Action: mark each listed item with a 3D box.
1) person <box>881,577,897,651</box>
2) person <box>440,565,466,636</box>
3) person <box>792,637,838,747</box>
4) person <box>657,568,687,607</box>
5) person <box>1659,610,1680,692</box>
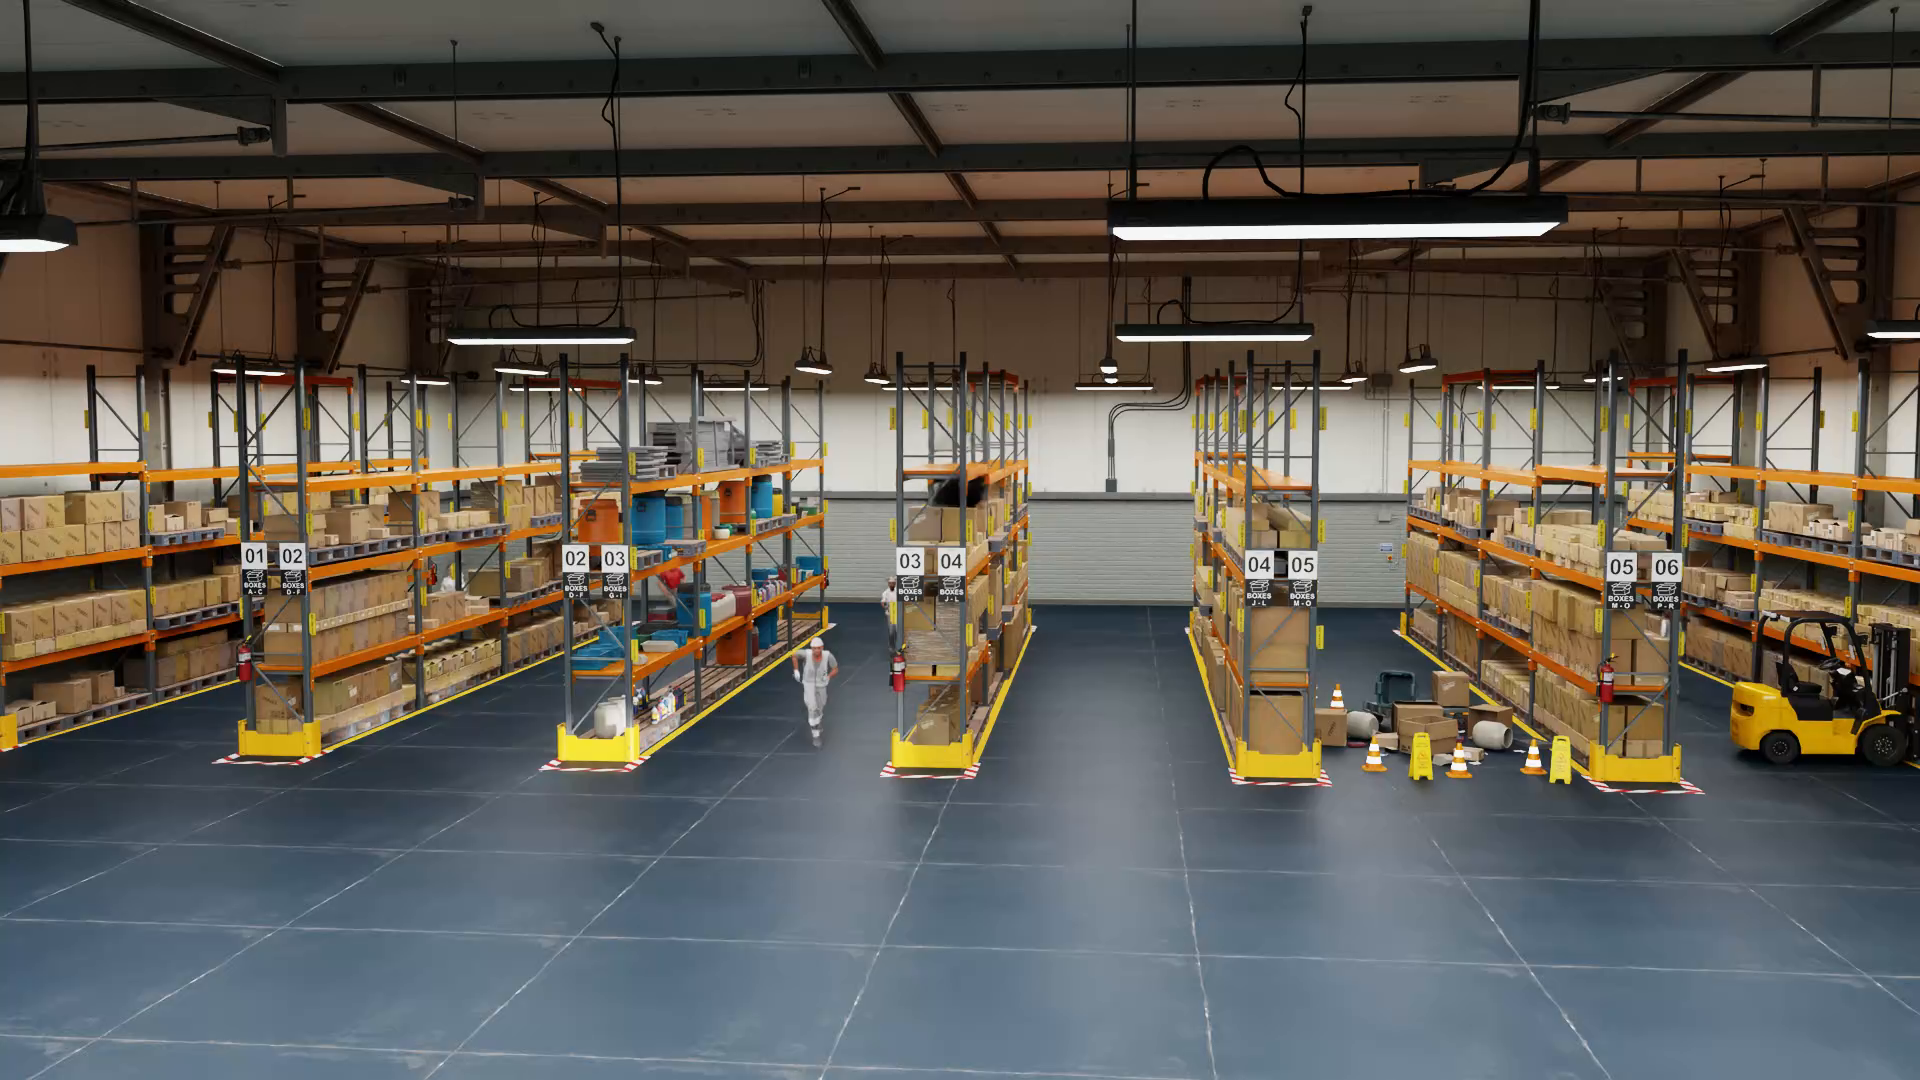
[{"bbox_3d":[-1.411,1.609,35.987,0.593,1.655,0.763,0,4,2],"label":"person"},{"bbox_3d":[-11.891,1.403,38.966,0.605,1.658,0.678,0,4,-2],"label":"person"},{"bbox_3d":[-2.263,2.335,26.011,0.706,1.731,1.055,0,4,-6],"label":"person"},{"bbox_3d":[-6.984,1.286,40.644,0.719,1.664,0.518,-3,5,-35],"label":"person"},{"bbox_3d":[13.065,2.021,30.710,0.504,1.585,0.732,0,4,-4],"label":"person"}]
